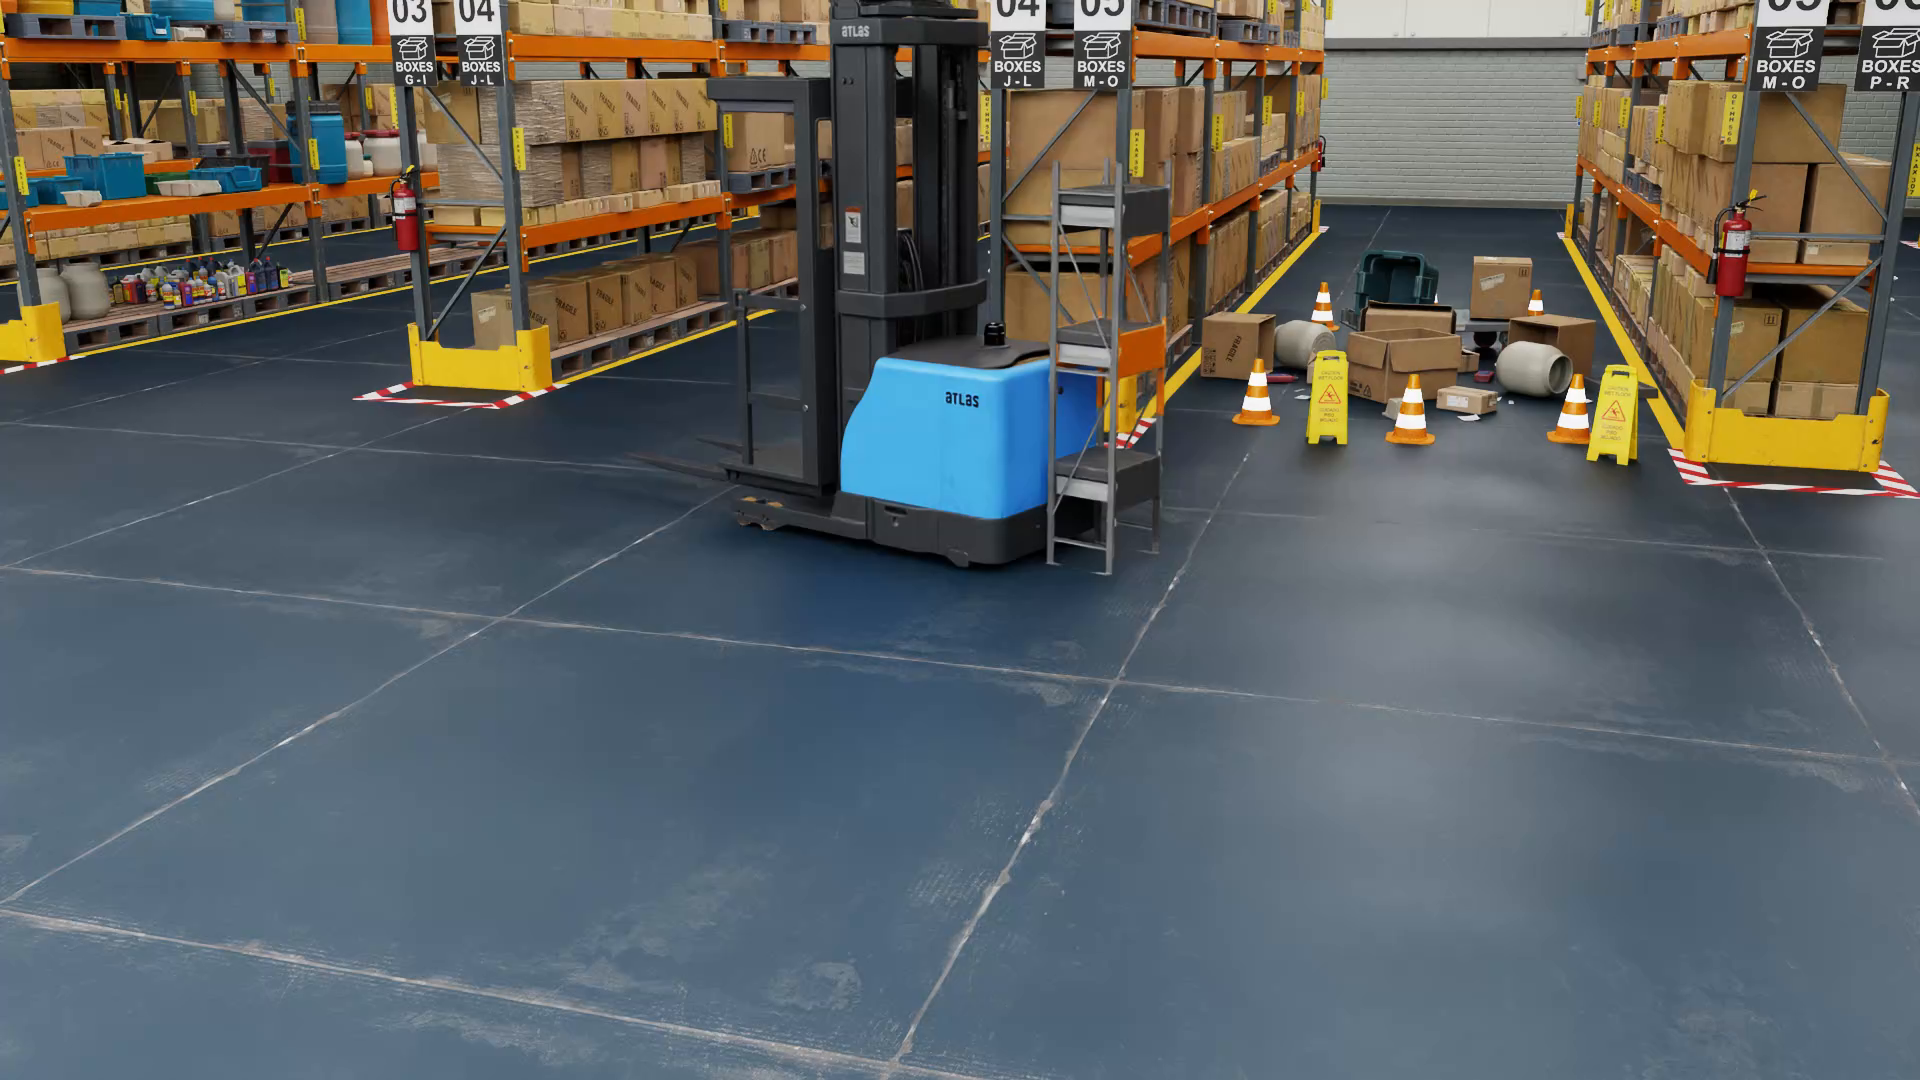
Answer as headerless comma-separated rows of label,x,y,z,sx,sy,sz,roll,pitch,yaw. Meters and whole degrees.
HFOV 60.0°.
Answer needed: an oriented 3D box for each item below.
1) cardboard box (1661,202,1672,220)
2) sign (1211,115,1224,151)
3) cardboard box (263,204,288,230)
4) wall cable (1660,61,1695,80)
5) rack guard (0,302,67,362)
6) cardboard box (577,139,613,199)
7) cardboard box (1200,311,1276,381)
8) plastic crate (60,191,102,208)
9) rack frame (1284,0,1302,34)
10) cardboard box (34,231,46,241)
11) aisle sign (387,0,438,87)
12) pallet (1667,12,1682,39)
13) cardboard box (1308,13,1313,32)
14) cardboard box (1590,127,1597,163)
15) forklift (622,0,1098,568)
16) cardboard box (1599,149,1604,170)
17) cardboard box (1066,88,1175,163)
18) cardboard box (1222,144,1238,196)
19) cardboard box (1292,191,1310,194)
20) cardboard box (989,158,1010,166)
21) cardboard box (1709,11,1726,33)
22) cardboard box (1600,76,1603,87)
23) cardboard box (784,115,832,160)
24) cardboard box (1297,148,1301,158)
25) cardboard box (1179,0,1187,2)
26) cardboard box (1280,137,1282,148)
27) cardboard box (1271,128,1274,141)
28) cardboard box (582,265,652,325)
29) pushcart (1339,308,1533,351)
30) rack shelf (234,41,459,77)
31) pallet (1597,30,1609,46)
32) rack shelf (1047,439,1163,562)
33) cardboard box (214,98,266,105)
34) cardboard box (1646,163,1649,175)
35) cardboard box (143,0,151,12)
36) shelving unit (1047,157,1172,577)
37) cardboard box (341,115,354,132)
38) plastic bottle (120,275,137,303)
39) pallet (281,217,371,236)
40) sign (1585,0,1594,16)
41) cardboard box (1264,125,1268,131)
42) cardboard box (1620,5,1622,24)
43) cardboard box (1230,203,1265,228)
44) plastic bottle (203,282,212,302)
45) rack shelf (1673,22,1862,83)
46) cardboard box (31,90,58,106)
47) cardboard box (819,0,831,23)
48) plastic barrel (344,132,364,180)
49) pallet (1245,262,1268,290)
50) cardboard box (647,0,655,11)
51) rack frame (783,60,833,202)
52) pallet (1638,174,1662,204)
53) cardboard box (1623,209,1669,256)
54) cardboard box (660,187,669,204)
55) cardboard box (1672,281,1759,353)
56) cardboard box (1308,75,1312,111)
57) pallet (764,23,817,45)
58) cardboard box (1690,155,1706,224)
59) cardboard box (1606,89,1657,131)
cardboard box,6.228,-2.822,14.241,0.380,0.149,0.250,5,16,16
sign,2.383,-3.770,15.391,0.100,0.325,0.005,5,16,16
cardboard box,-10.543,-4.959,25.089,0.500,0.500,0.500,4,16,15
wall cable,12.978,-7.999,30.170,0.588,1.984,0.122,5,16,16
rack guard,-8.786,-1.927,15.208,1.175,0.500,0.348,5,16,16
cardboard box,-3.620,-3.323,14.819,0.875,0.500,0.500,5,16,16
cardboard box,2.393,-1.671,14.298,0.500,0.500,0.500,8,18,25
plastic crate,-8.199,-3.189,15.557,0.298,0.136,0.250,5,16,16
rack frame,4.123,-8.337,22.231,1.000,3.000,0.127,5,16,16
cardboard box,-11.870,-3.906,20.846,0.500,0.311,0.500,4,16,15
aisle sign,-4.319,-3.980,13.100,0.394,0.787,0.004,5,16,16
pallet,6.902,-4.506,14.567,1.213,0.211,1.003,5,16,16
cardboard box,4.793,-7.430,23.889,0.500,0.250,0.500,5,17,17
cardboard box,8.926,-5.418,22.749,0.500,0.500,0.500,4,16,15
forklift,-0.708,-1.564,9.472,3.031,2.935,1.130,12,20,35
cardboard box,8.374,-4.791,20.998,0.500,0.250,0.500,4,16,15
cardboard box,1.213,-3.284,13.156,0.875,0.550,0.550,5,16,16
cardboard box,2.545,-3.785,16.994,0.500,0.500,0.500,5,16,16
cardboard box,5.353,-5.456,26.432,0.380,0.149,0.250,5,17,17
cardboard box,0.428,-5.914,27.808,0.875,0.875,0.875,5,16,16
cardboard box,5.715,-3.796,12.180,0.380,0.149,0.250,4,16,15
cardboard box,9.104,-6.369,23.083,0.380,0.149,0.250,4,16,15
cardboard box,-1.918,-4.767,19.687,0.700,0.500,0.500,7,17,24
cardboard box,4.763,-5.657,24.238,0.380,0.149,0.250,5,17,17
cardboard box,1.620,-4.411,13.393,0.380,0.149,0.250,5,16,16
cardboard box,4.127,-5.345,22.366,0.380,0.149,0.250,5,17,16
cardboard box,3.829,-5.210,21.348,0.380,0.149,0.250,5,17,16
cardboard box,-3.285,-2.348,15.921,0.500,0.500,0.500,3,16,11
pushcart,4.424,-1.902,15.345,1.648,0.377,0.936,-1,16,-3
rack shelf,-7.057,-5.773,20.007,1.077,0.370,4.000,5,16,16
pallet,9.489,-7.025,23.265,1.003,0.211,1.213,5,16,16
rack shelf,0.772,-0.219,8.867,0.431,0.518,0.480,11,19,34
cardboard box,-13.849,-8.071,31.737,0.980,0.700,0.700,5,17,18
cardboard box,7.165,-3.778,16.844,0.380,0.149,0.250,6,17,19
cardboard box,-11.107,-7.670,23.362,0.500,0.500,0.500,5,16,16
shelving unit,0.772,-0.905,8.673,0.431,2.100,0.503,11,19,34
cardboard box,-10.204,-6.830,27.728,0.500,0.500,0.500,5,17,17
plastic bottle,-8.563,-2.586,17.134,0.152,0.276,0.135,5,17,16
pallet,-10.295,-5.074,26.830,1.003,0.211,1.213,5,16,16
sign,9.504,-8.086,25.096,0.100,0.325,0.005,5,16,16
cardboard box,3.602,-5.152,20.597,0.380,0.149,0.250,5,17,18
cardboard box,8.043,-6.223,19.751,0.396,0.266,0.258,6,17,20
cardboard box,3.415,-3.926,20.111,0.500,0.250,0.500,4,16,13
plastic bottle,-7.794,-2.564,17.193,0.097,0.201,0.097,0,16,0
rack shelf,6.056,-3.574,12.254,1.077,0.370,4.000,5,16,16
cardboard box,-15.038,-7.167,26.962,0.500,0.250,0.500,5,17,17
cardboard box,-1.771,-6.268,19.333,0.500,0.500,0.500,5,16,16
plastic barrel,-7.143,-4.451,19.277,0.433,0.535,0.433,0,16,0
pallet,3.210,-3.267,20.461,1.003,0.211,1.213,5,16,16
cardboard box,-3.042,-4.953,15.341,0.380,0.149,0.250,5,17,18
rack frame,-1.740,-4.815,20.809,1.000,3.000,0.127,5,16,16
pallet,7.238,-3.433,16.289,1.003,0.211,1.213,5,16,16
cardboard box,8.037,-3.401,18.947,0.875,0.875,0.875,4,16,15
cardboard box,-3.027,-3.314,15.977,0.380,0.149,0.250,5,16,16
cardboard box,5.761,-1.692,12.692,0.500,0.500,0.500,4,16,15
cardboard box,4.938,-6.622,24.620,0.500,0.500,0.500,4,16,14
pallet,-2.307,-5.546,18.233,1.213,0.211,1.003,5,16,16
cardboard box,5.670,-2.570,12.163,0.500,0.500,0.500,5,16,16
cardboard box,8.234,-5.263,20.373,0.500,0.500,0.500,4,16,14
